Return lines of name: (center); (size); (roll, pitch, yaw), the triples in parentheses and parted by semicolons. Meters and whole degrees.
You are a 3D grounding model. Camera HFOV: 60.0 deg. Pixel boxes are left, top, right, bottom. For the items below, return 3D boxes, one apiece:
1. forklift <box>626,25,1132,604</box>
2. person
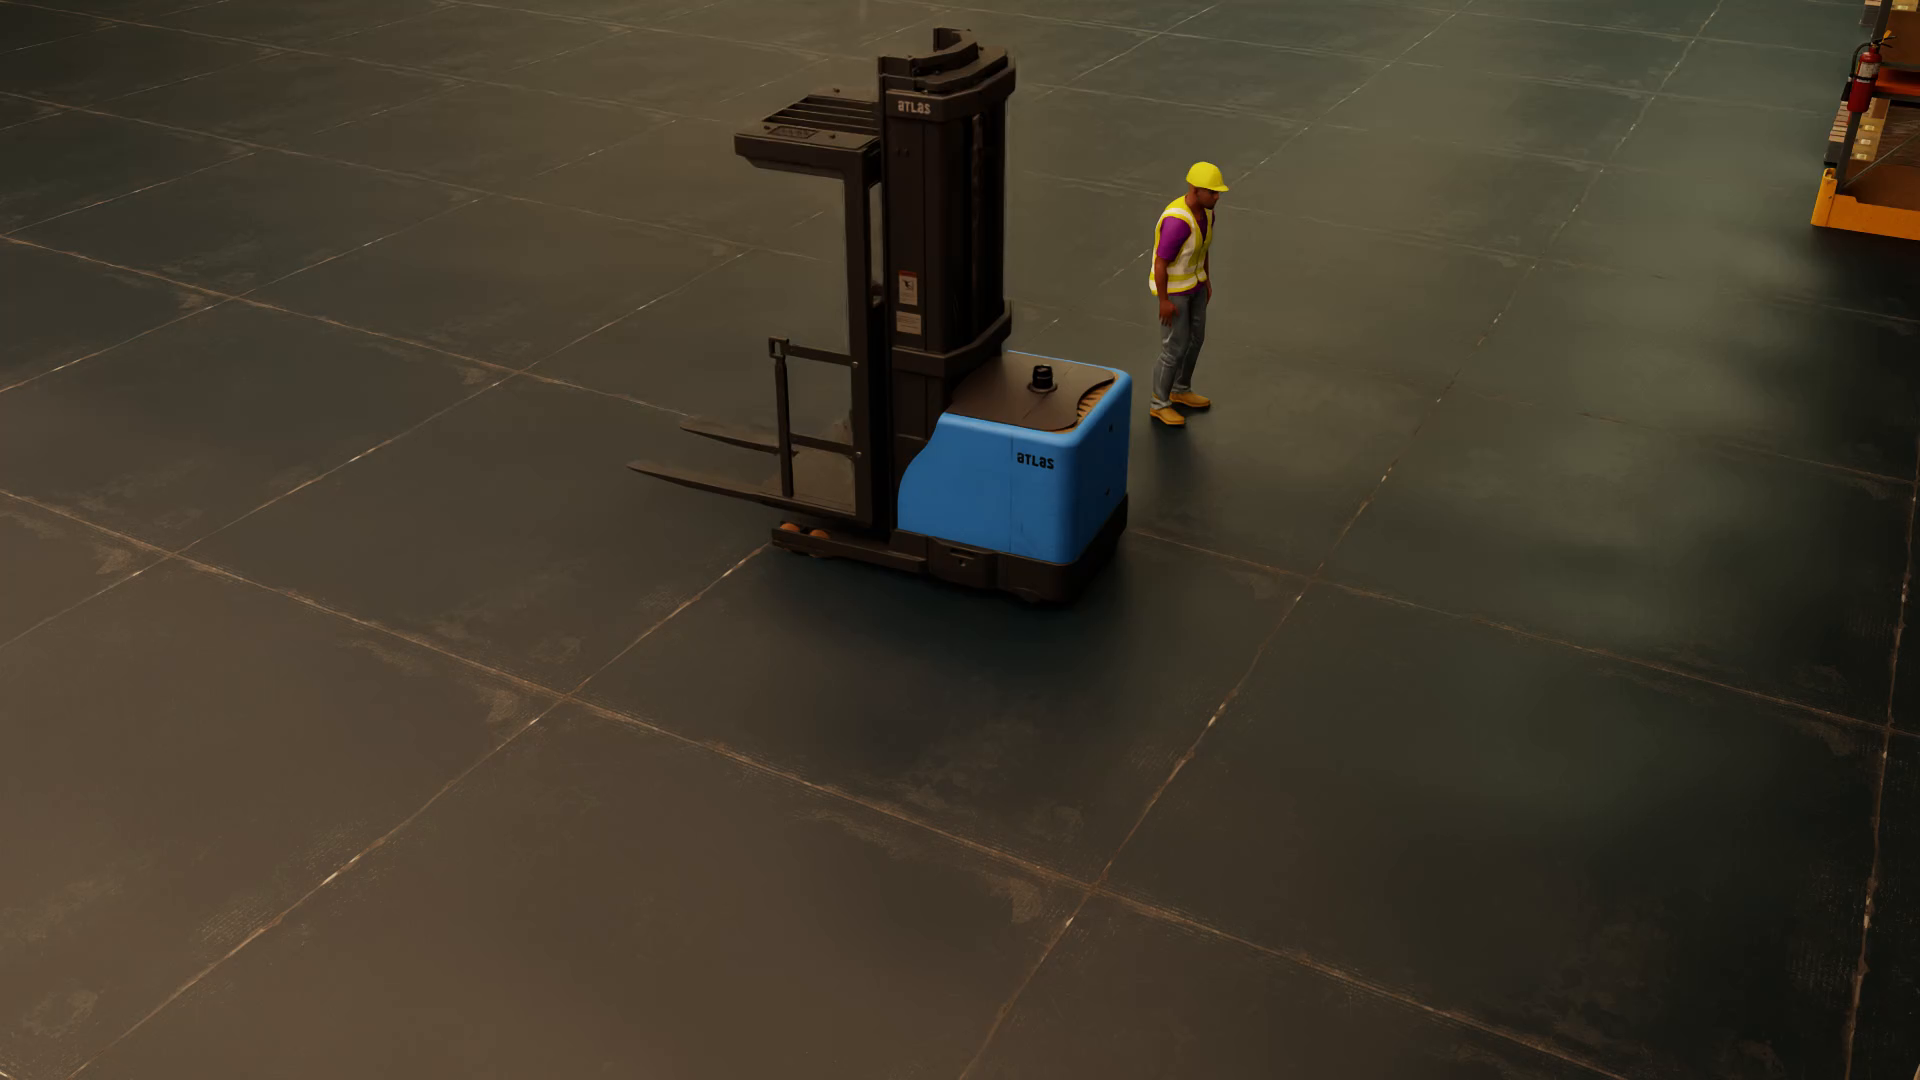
forklift: (-0.565, -1.388, 9.476); (3.031, 2.935, 1.130); (12, 32, 20)
person: (1.516, -1.673, 11.146); (0.462, 1.759, 0.630); (20, 36, 31)
